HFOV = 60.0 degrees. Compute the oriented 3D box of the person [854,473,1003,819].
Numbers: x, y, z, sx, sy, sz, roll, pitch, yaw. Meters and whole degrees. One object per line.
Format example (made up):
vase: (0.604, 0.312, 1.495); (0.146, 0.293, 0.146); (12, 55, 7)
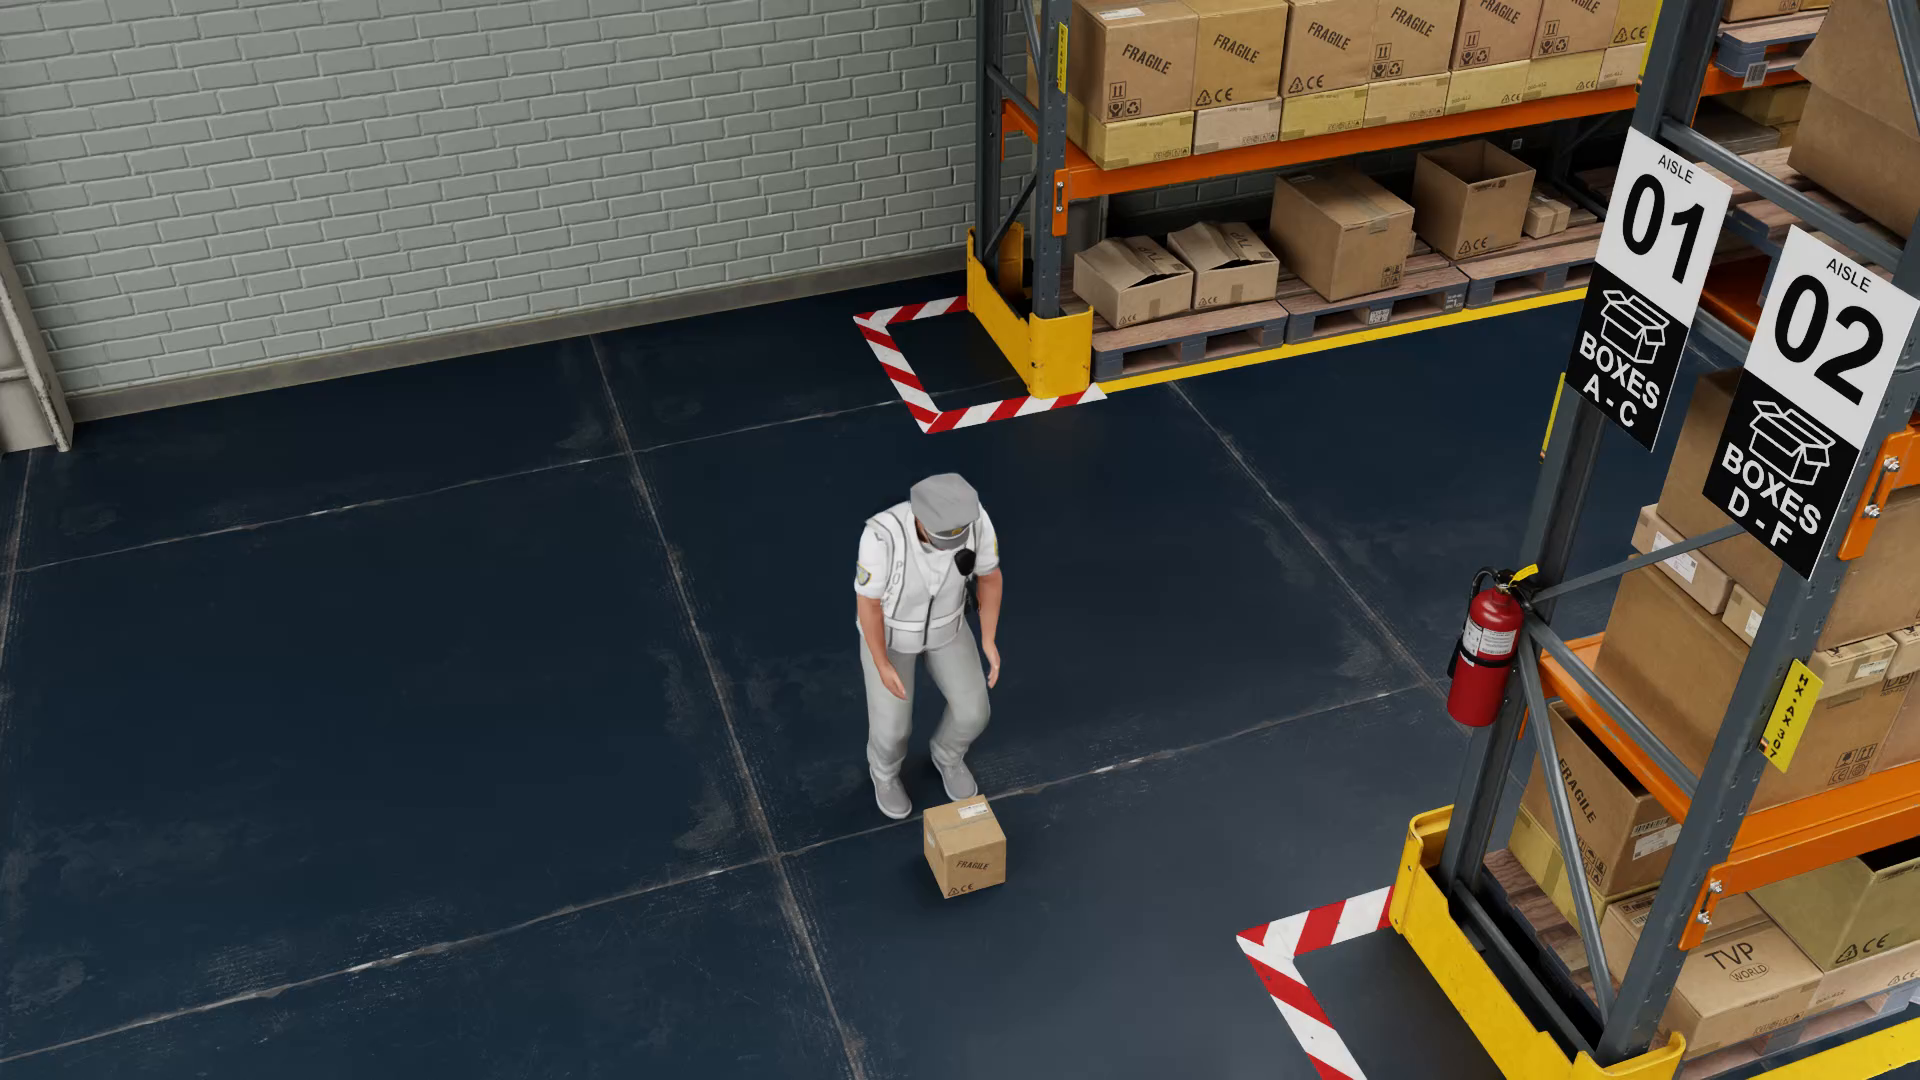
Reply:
person: (-0.119, 0.372, 6.402); (0.575, 1.633, 0.608); (-12, 39, -15)
